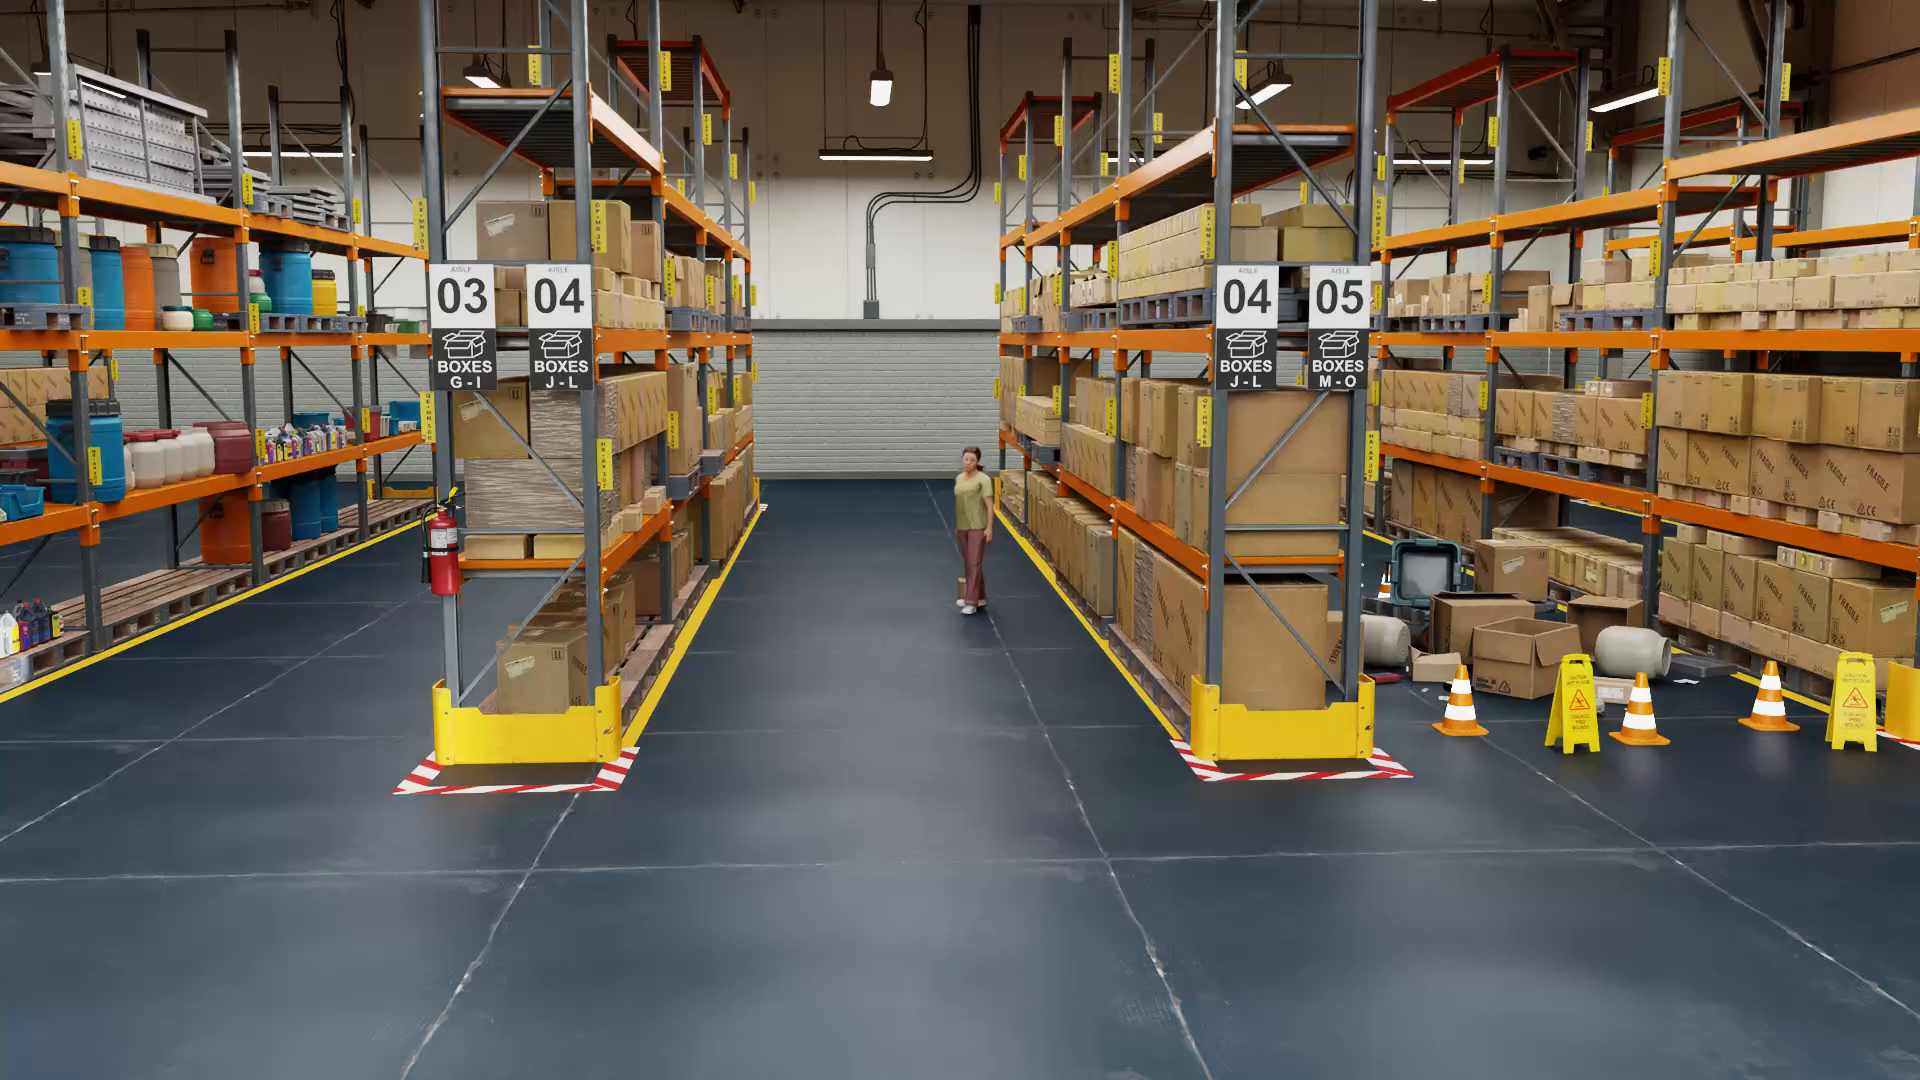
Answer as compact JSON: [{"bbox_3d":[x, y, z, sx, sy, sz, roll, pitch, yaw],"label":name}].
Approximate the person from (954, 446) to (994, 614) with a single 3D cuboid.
[{"bbox_3d":[0.115,-0.111,16.659,0.535,1.669,0.558,6,9,42],"label":"person"}]
